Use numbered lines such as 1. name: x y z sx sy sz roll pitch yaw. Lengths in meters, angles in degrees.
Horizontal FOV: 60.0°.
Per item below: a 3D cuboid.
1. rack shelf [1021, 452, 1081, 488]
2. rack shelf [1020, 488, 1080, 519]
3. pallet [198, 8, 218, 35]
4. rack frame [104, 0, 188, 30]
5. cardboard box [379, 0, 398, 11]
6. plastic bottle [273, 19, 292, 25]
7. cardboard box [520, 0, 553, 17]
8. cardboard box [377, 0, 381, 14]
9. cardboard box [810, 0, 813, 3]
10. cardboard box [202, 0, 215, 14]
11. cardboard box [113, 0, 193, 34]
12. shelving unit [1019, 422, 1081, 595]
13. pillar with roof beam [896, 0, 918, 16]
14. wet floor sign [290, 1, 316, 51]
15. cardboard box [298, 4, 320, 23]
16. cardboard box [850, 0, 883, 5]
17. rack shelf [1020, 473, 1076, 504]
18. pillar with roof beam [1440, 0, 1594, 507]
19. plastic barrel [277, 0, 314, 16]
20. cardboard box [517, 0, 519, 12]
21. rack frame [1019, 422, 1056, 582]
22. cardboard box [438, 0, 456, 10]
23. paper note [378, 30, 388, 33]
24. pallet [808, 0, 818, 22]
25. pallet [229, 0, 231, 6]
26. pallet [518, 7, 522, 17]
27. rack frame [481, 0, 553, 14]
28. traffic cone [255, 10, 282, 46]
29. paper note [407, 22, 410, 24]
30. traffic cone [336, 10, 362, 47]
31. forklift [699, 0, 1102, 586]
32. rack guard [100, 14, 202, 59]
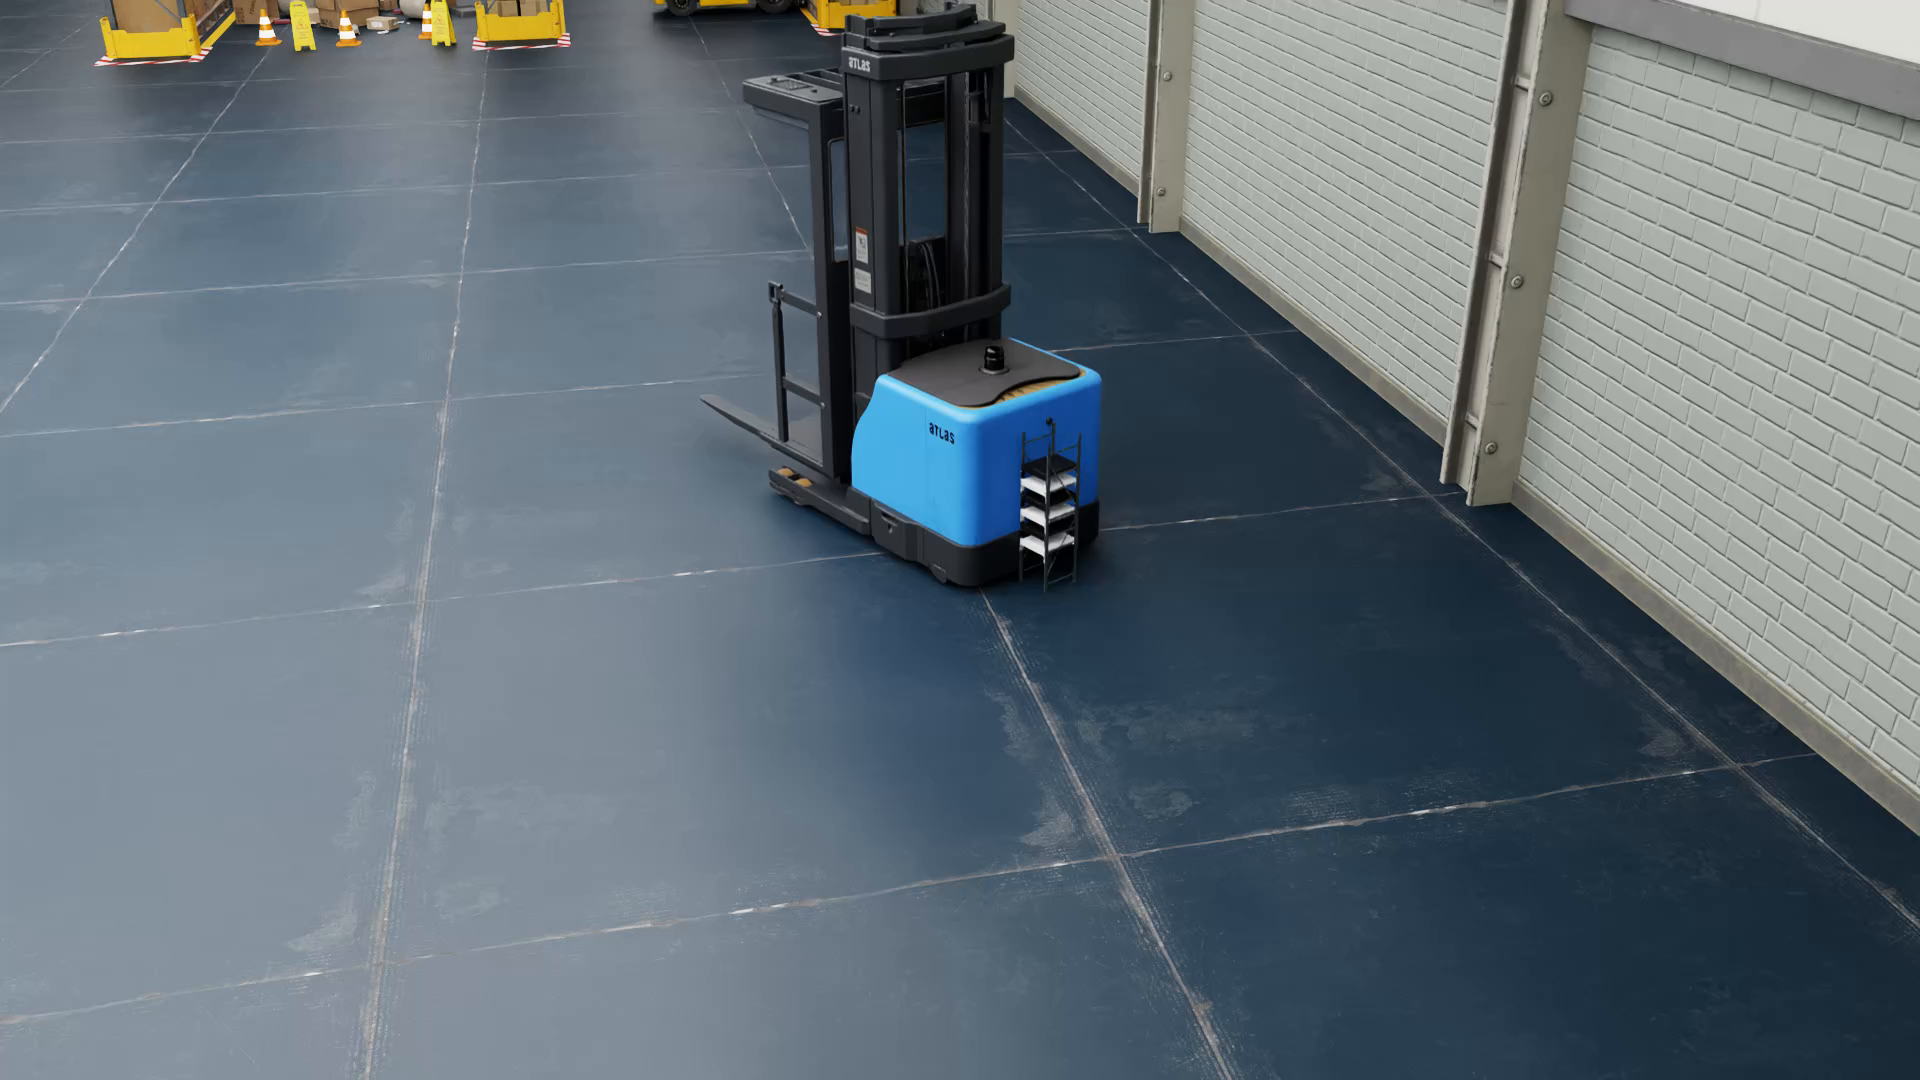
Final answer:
1. rack shelf: 0.489 -0.379 8.976 0.258 0.077 0.200 -21 33 -35
2. rack shelf: 0.489 -0.218 9.057 0.258 0.077 0.200 -21 33 -35
3. pallet: -11.721 -7.731 24.832 1.003 0.211 1.213 -6 27 -12
4. rack frame: -11.193 -8.098 22.465 1.000 3.000 0.127 -6 27 -12
5. cardboard box: -9.202 -8.605 26.504 0.396 0.266 0.258 19 32 32
6. plastic bottle: -10.303 -7.896 25.327 0.283 0.061 0.133 -16 31 -29
7. cardboard box: -6.306 -7.987 24.831 0.500 0.250 0.500 -6 27 -12
8. cardboard box: -9.475 -8.515 25.911 0.797 0.637 0.503 -6 27 -12
9. cardboard box: -2.075 -8.504 25.855 0.500 0.250 0.500 -6 27 -12
10. cardboard box: -11.815 -8.414 24.984 0.875 0.875 0.875 -6 27 -11
11. cardboard box: -11.411 -7.628 23.426 0.875 0.875 0.875 -6 27 -11
12. shelving unit: 0.489 -0.167 9.083 0.258 0.900 0.210 -21 33 -35
13. pillar with roof beam: -5.031 -11.789 23.120 9.100 9.000 0.400 -6 27 -12
14. wet floor sign: -9.258 -7.235 23.369 0.267 0.644 0.232 -11 29 -20
15. cardboard box: -9.913 -8.066 25.436 0.396 0.266 0.258 -1 27 -3
16. cardboard box: -1.479 -8.346 25.542 0.500 0.250 0.500 -6 27 -11
17. rack shelf: 0.489 -0.298 9.017 0.258 0.077 0.200 -21 33 -35
18. pillar with roof beam: -0.975 -3.887 7.464 9.100 9.000 0.400 -6 27 -12
19. plastic barrel: -10.345 -8.362 25.847 0.512 0.421 0.421 13 30 24
20. cardboard box: -6.947 -8.161 25.175 0.500 0.250 0.500 -6 27 -11
21. rack frame: 0.424 -0.203 9.153 0.240 0.900 0.006 -21 33 -35
22. cardboard box: -8.379 -8.678 26.385 0.500 0.500 0.500 13 30 24
23. paper note: -8.546 -7.532 24.640 0.148 0.019 0.142 -16 31 -29
24. pallet: -1.772 -8.237 25.836 1.003 0.211 1.213 -6 27 -12
25. pallet: -12.342 -8.940 27.228 1.003 0.211 1.213 -6 27 -12
26. pallet: -6.559 -7.794 24.957 1.003 0.211 1.213 -6 27 -12
27. rack frame: -6.394 -8.645 23.549 1.000 3.000 0.127 -6 27 -12
28. traffic cone: -9.930 -7.343 23.784 0.336 0.463 0.334 -6 27 -12
29. paper note: -8.413 -7.886 25.363 0.032 0.001 0.123 -6 27 -12
30. traffic cone: -8.752 -7.308 23.716 0.336 0.463 0.334 -6 27 -12
31. forklift: -0.526 -1.646 9.759 1.130 2.935 3.031 -21 33 -35
32. rack guard: -11.188 -6.972 23.007 1.175 0.500 0.348 -6 27 -12
